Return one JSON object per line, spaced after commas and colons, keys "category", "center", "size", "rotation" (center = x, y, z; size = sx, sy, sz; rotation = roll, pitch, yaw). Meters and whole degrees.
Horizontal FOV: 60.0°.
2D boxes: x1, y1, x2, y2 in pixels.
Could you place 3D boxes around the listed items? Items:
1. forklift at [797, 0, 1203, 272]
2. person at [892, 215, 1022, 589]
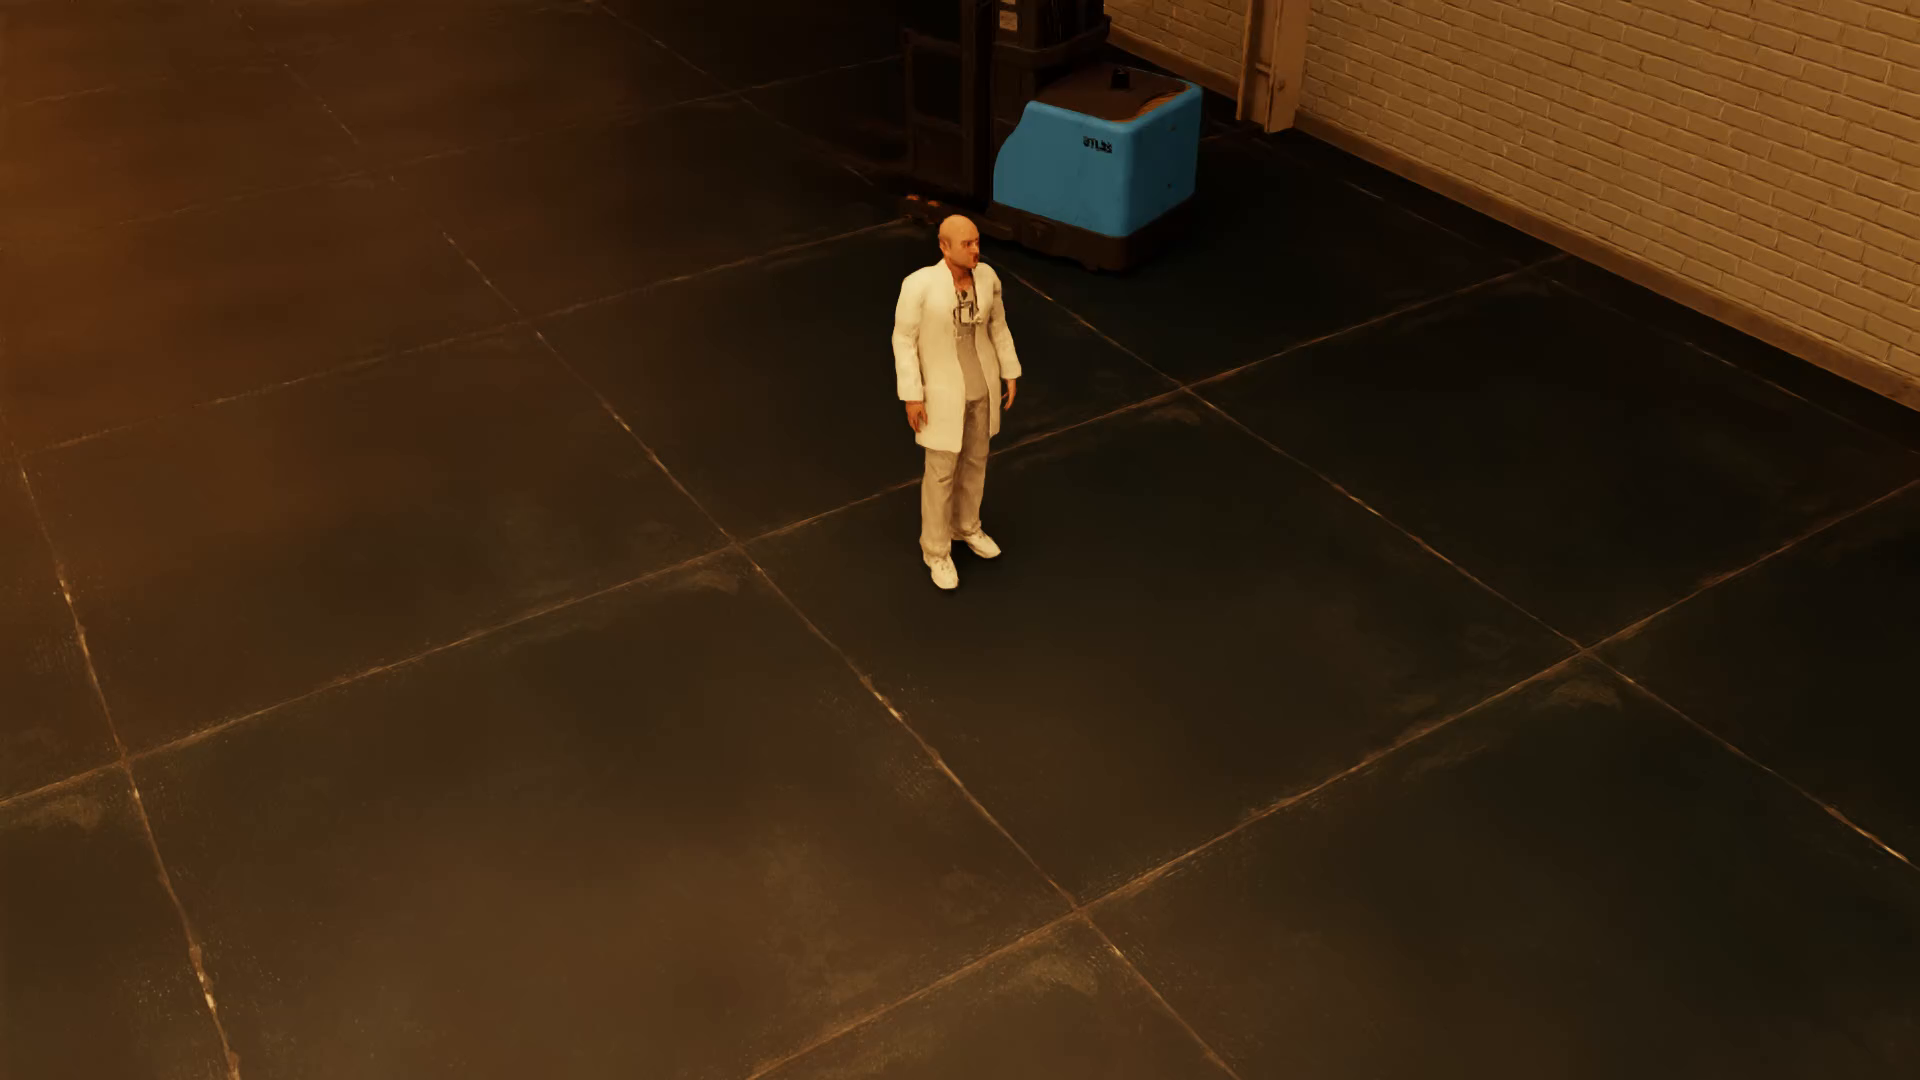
{"category": "forklift", "center": [0.171, -3.679, 11.384], "size": [3.031, 2.935, 1.130], "rotation": [23, 41, 29]}
{"category": "person", "center": [0.046, -0.688, 8.118], "size": [0.694, 1.776, 0.579], "rotation": [-21, 40, -27]}
